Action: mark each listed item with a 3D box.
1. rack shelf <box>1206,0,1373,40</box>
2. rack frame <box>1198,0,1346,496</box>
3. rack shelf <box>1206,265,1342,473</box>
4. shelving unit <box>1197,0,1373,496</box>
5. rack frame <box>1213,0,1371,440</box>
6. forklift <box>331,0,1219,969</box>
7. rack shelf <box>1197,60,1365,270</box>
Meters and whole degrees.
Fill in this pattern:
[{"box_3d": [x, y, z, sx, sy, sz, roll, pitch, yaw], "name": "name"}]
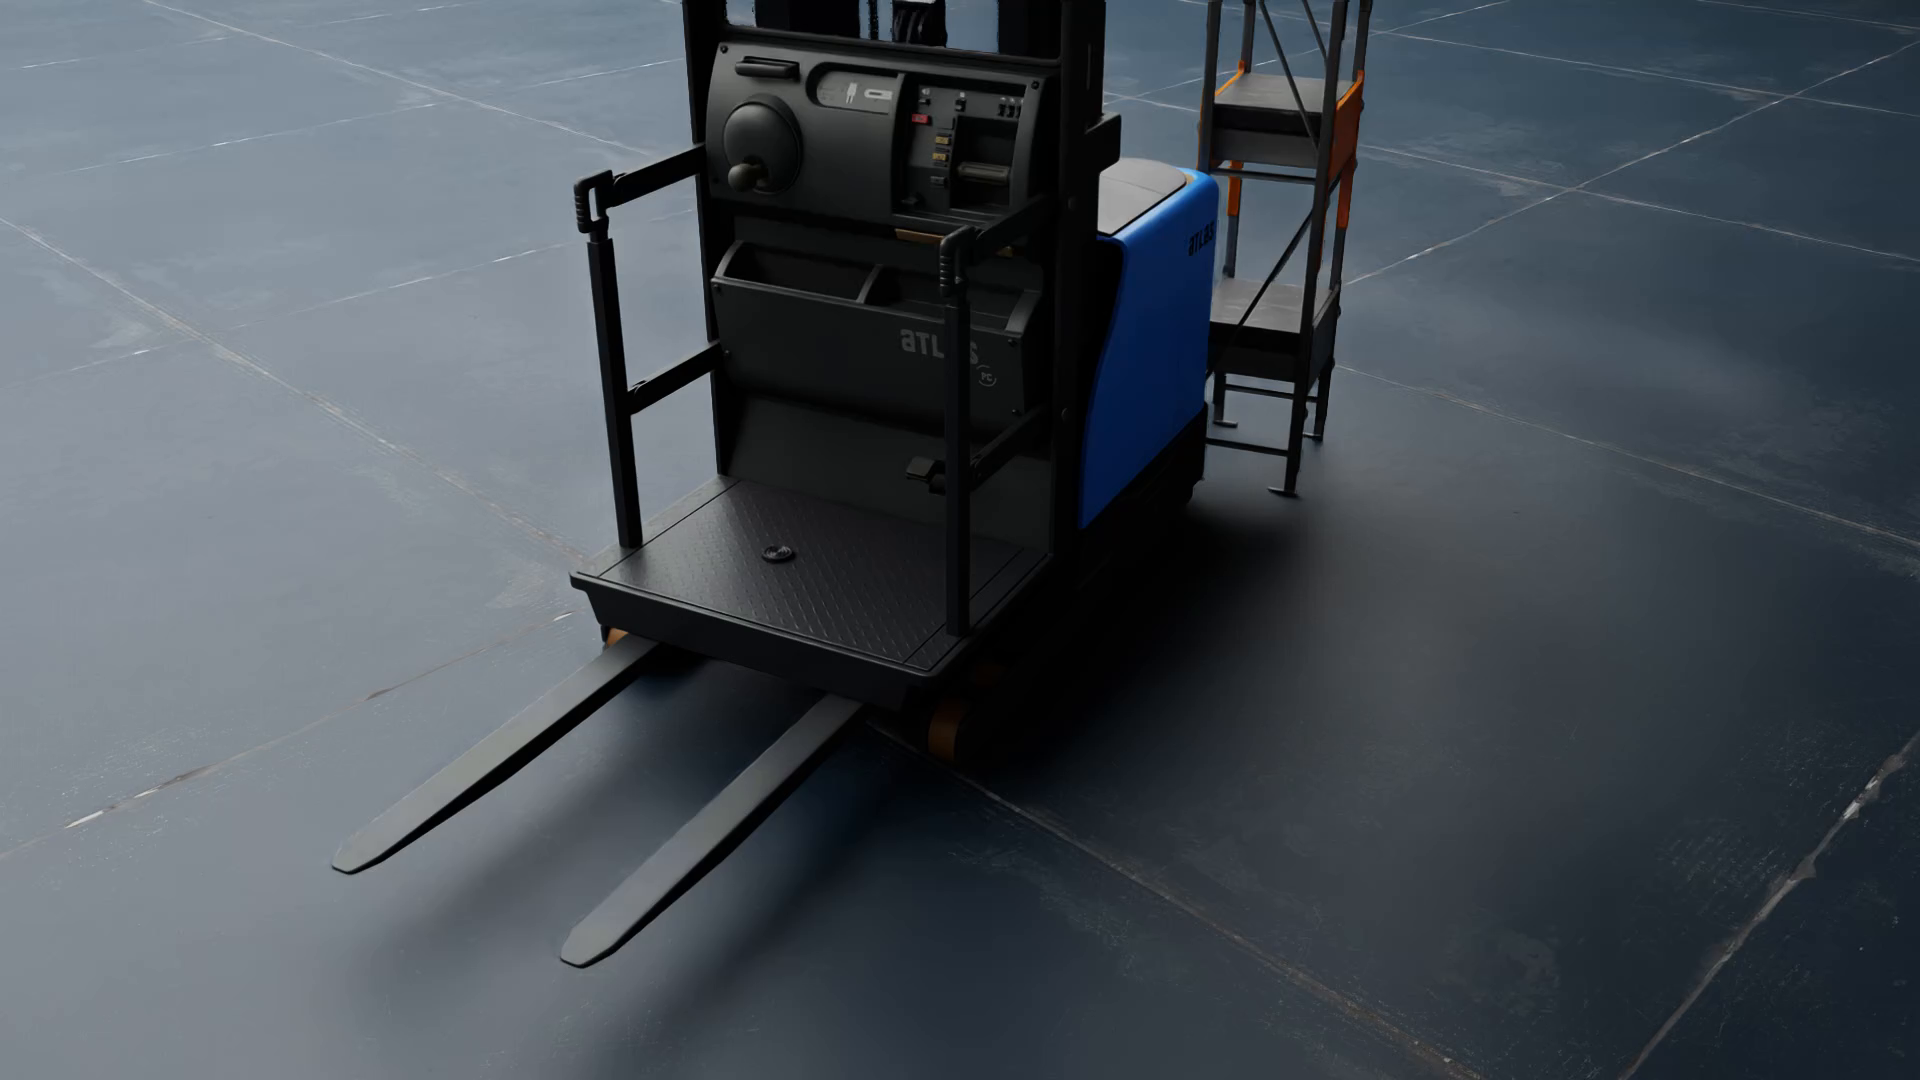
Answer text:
[{"box_3d": [1.018, -1.827, 4.994, 0.431, 0.518, 0.480, 11, 30, 19], "name": "rack shelf"}, {"box_3d": [0.927, -1.114, 5.113, 0.400, 2.100, 0.015, 11, 30, 19], "name": "rack frame"}, {"box_3d": [1.018, -0.588, 5.645, 0.431, 0.518, 0.480, 11, 30, 19], "name": "rack shelf"}, {"box_3d": [1.018, -1.219, 5.313, 0.431, 2.100, 0.503, 11, 30, 19], "name": "shelving unit"}, {"box_3d": [1.110, -1.325, 5.513, 0.400, 2.100, 0.015, 11, 30, 19], "name": "rack frame"}, {"box_3d": [-0.322, -0.972, 3.949, 1.130, 2.935, 3.031, 14, 31, 24], "name": "forklift"}, {"box_3d": [1.018, -1.207, 5.319, 0.431, 0.518, 0.480, 11, 30, 19], "name": "rack shelf"}]
